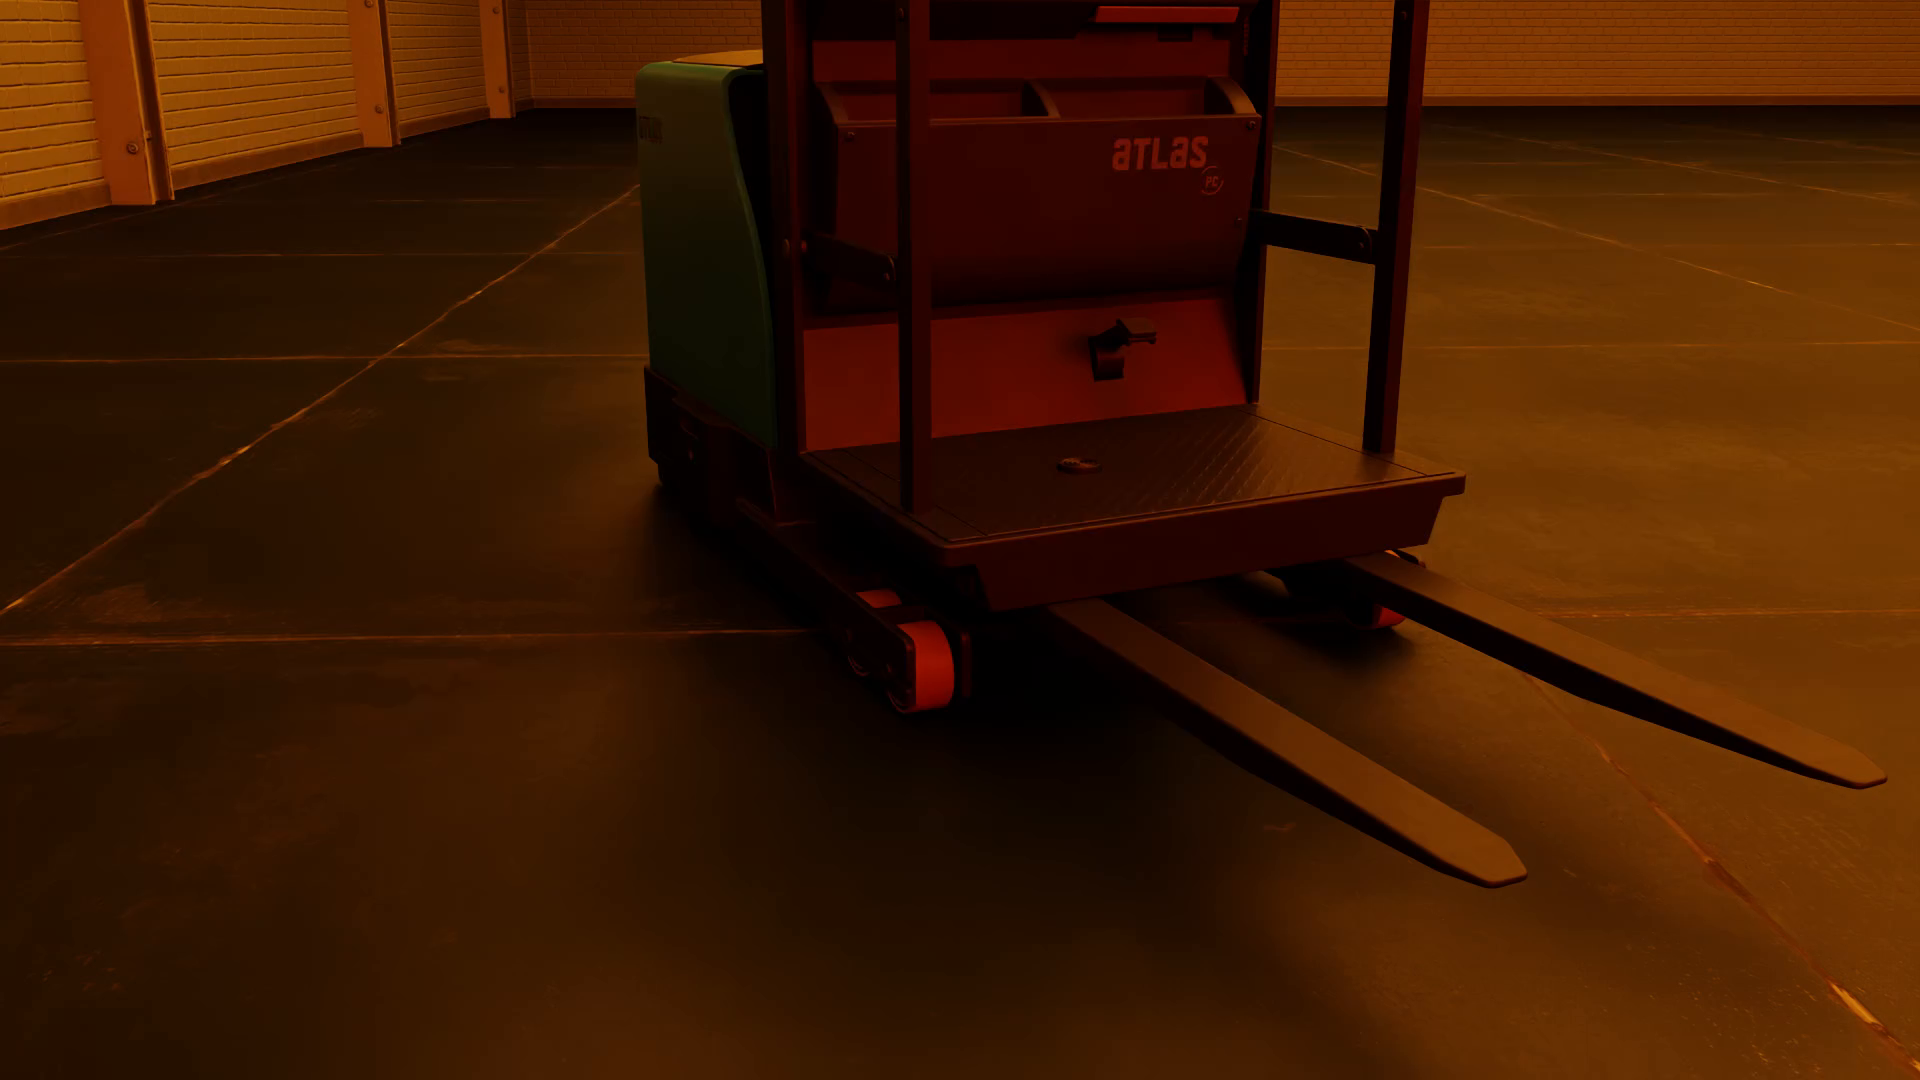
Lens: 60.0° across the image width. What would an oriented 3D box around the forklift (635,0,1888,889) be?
[{"bbox_3d":[0.258,-1.240,2.962,1.130,2.935,3.031,-8,19,-24],"label":"forklift"}]
